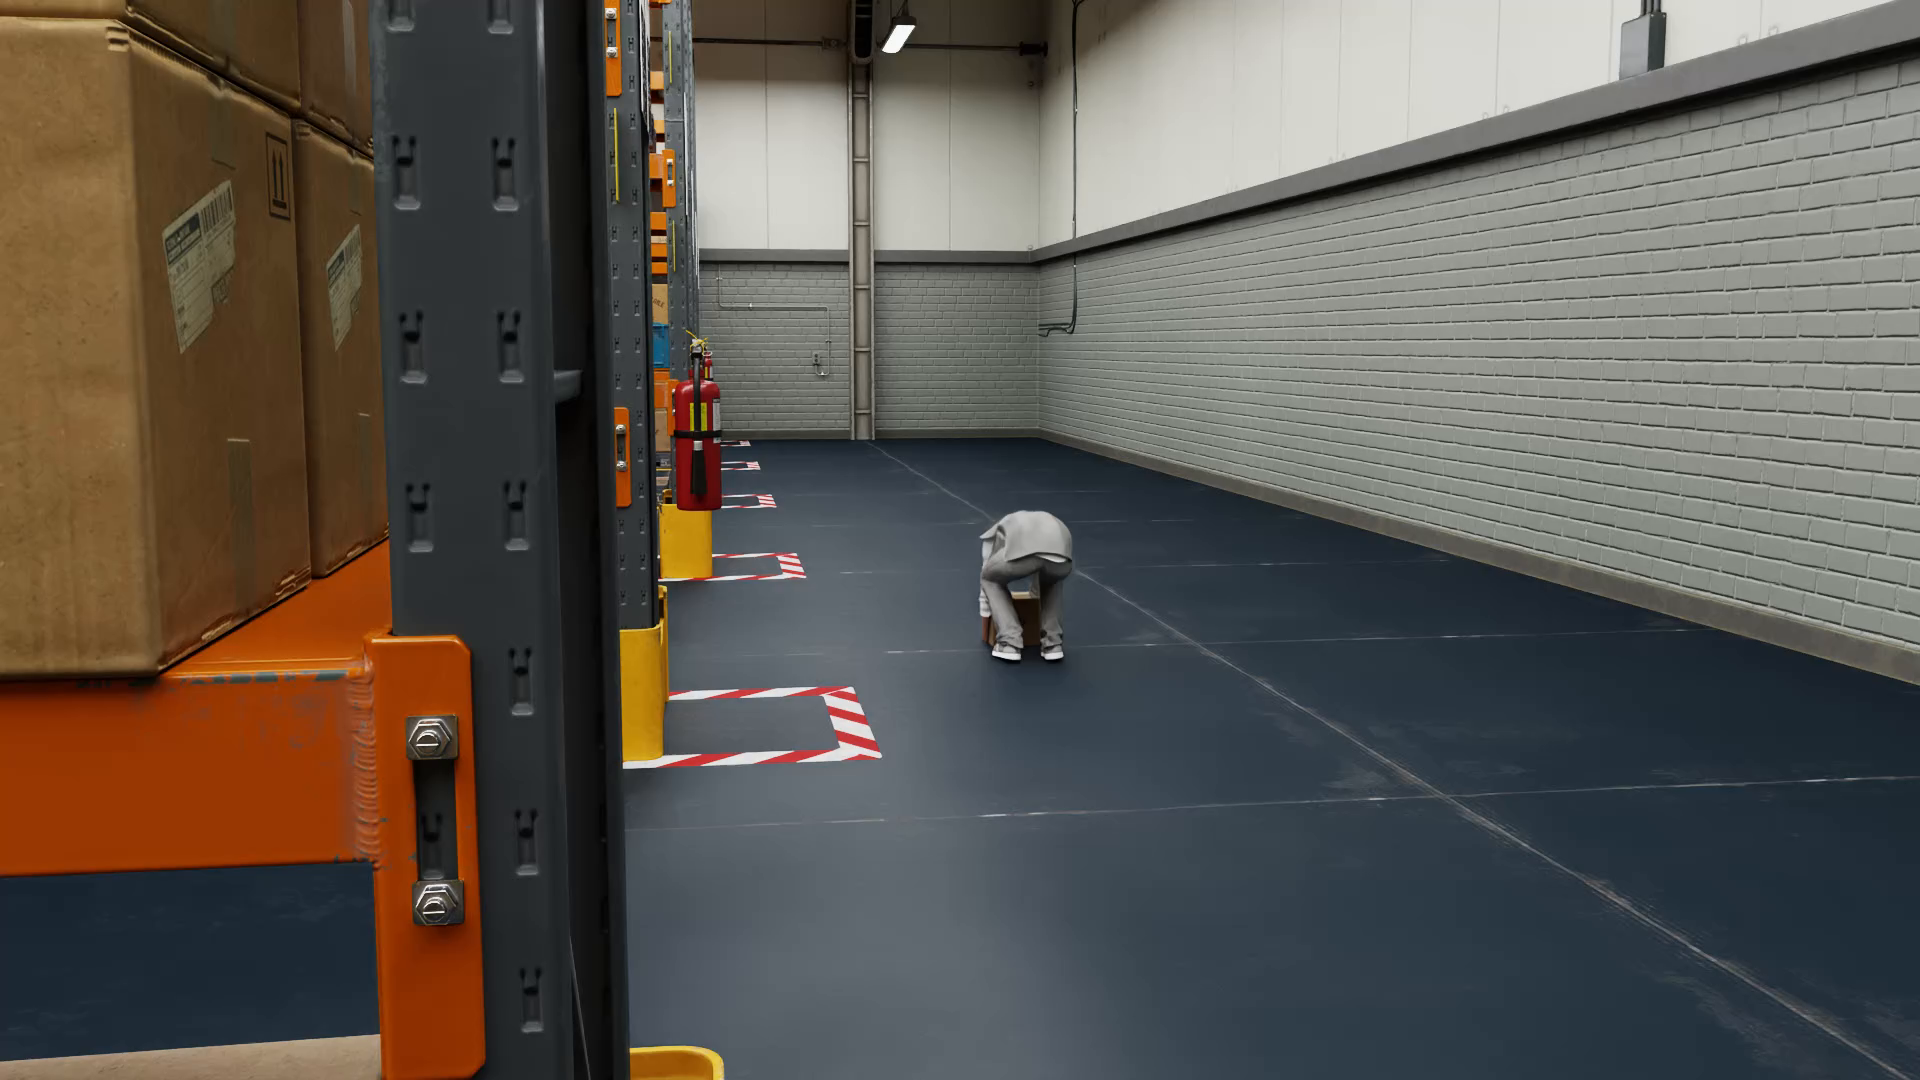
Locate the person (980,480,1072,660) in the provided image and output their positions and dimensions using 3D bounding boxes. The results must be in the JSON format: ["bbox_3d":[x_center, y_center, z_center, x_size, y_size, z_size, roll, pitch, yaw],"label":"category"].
[{"bbox_3d":[0.316,0.131,8.404,0.420,0.898,0.856,-1,7,-12],"label":"person"}]
